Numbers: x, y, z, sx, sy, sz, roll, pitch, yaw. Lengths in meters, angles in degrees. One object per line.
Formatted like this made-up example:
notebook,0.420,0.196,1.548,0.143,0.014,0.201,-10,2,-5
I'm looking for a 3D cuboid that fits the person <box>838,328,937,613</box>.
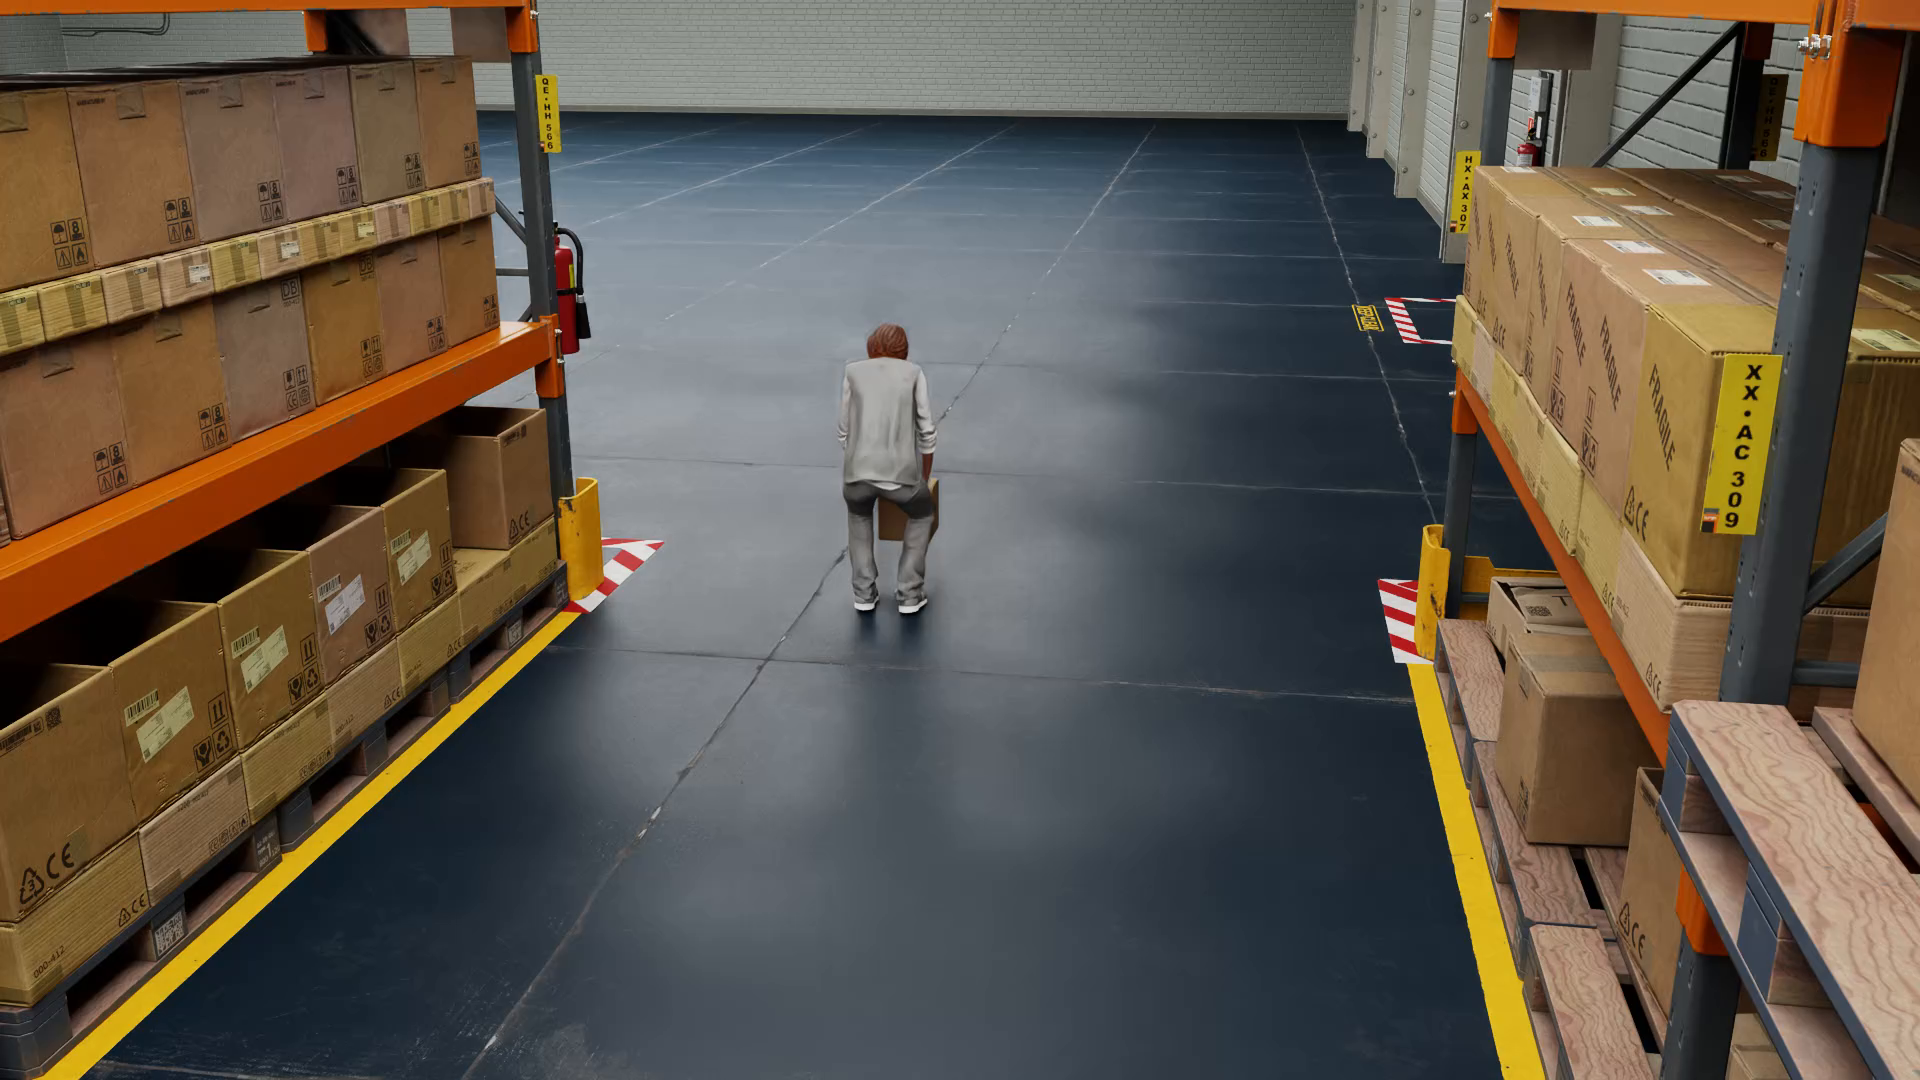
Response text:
person,-0.354,-0.292,7.561,0.463,1.230,0.685,3,18,9
